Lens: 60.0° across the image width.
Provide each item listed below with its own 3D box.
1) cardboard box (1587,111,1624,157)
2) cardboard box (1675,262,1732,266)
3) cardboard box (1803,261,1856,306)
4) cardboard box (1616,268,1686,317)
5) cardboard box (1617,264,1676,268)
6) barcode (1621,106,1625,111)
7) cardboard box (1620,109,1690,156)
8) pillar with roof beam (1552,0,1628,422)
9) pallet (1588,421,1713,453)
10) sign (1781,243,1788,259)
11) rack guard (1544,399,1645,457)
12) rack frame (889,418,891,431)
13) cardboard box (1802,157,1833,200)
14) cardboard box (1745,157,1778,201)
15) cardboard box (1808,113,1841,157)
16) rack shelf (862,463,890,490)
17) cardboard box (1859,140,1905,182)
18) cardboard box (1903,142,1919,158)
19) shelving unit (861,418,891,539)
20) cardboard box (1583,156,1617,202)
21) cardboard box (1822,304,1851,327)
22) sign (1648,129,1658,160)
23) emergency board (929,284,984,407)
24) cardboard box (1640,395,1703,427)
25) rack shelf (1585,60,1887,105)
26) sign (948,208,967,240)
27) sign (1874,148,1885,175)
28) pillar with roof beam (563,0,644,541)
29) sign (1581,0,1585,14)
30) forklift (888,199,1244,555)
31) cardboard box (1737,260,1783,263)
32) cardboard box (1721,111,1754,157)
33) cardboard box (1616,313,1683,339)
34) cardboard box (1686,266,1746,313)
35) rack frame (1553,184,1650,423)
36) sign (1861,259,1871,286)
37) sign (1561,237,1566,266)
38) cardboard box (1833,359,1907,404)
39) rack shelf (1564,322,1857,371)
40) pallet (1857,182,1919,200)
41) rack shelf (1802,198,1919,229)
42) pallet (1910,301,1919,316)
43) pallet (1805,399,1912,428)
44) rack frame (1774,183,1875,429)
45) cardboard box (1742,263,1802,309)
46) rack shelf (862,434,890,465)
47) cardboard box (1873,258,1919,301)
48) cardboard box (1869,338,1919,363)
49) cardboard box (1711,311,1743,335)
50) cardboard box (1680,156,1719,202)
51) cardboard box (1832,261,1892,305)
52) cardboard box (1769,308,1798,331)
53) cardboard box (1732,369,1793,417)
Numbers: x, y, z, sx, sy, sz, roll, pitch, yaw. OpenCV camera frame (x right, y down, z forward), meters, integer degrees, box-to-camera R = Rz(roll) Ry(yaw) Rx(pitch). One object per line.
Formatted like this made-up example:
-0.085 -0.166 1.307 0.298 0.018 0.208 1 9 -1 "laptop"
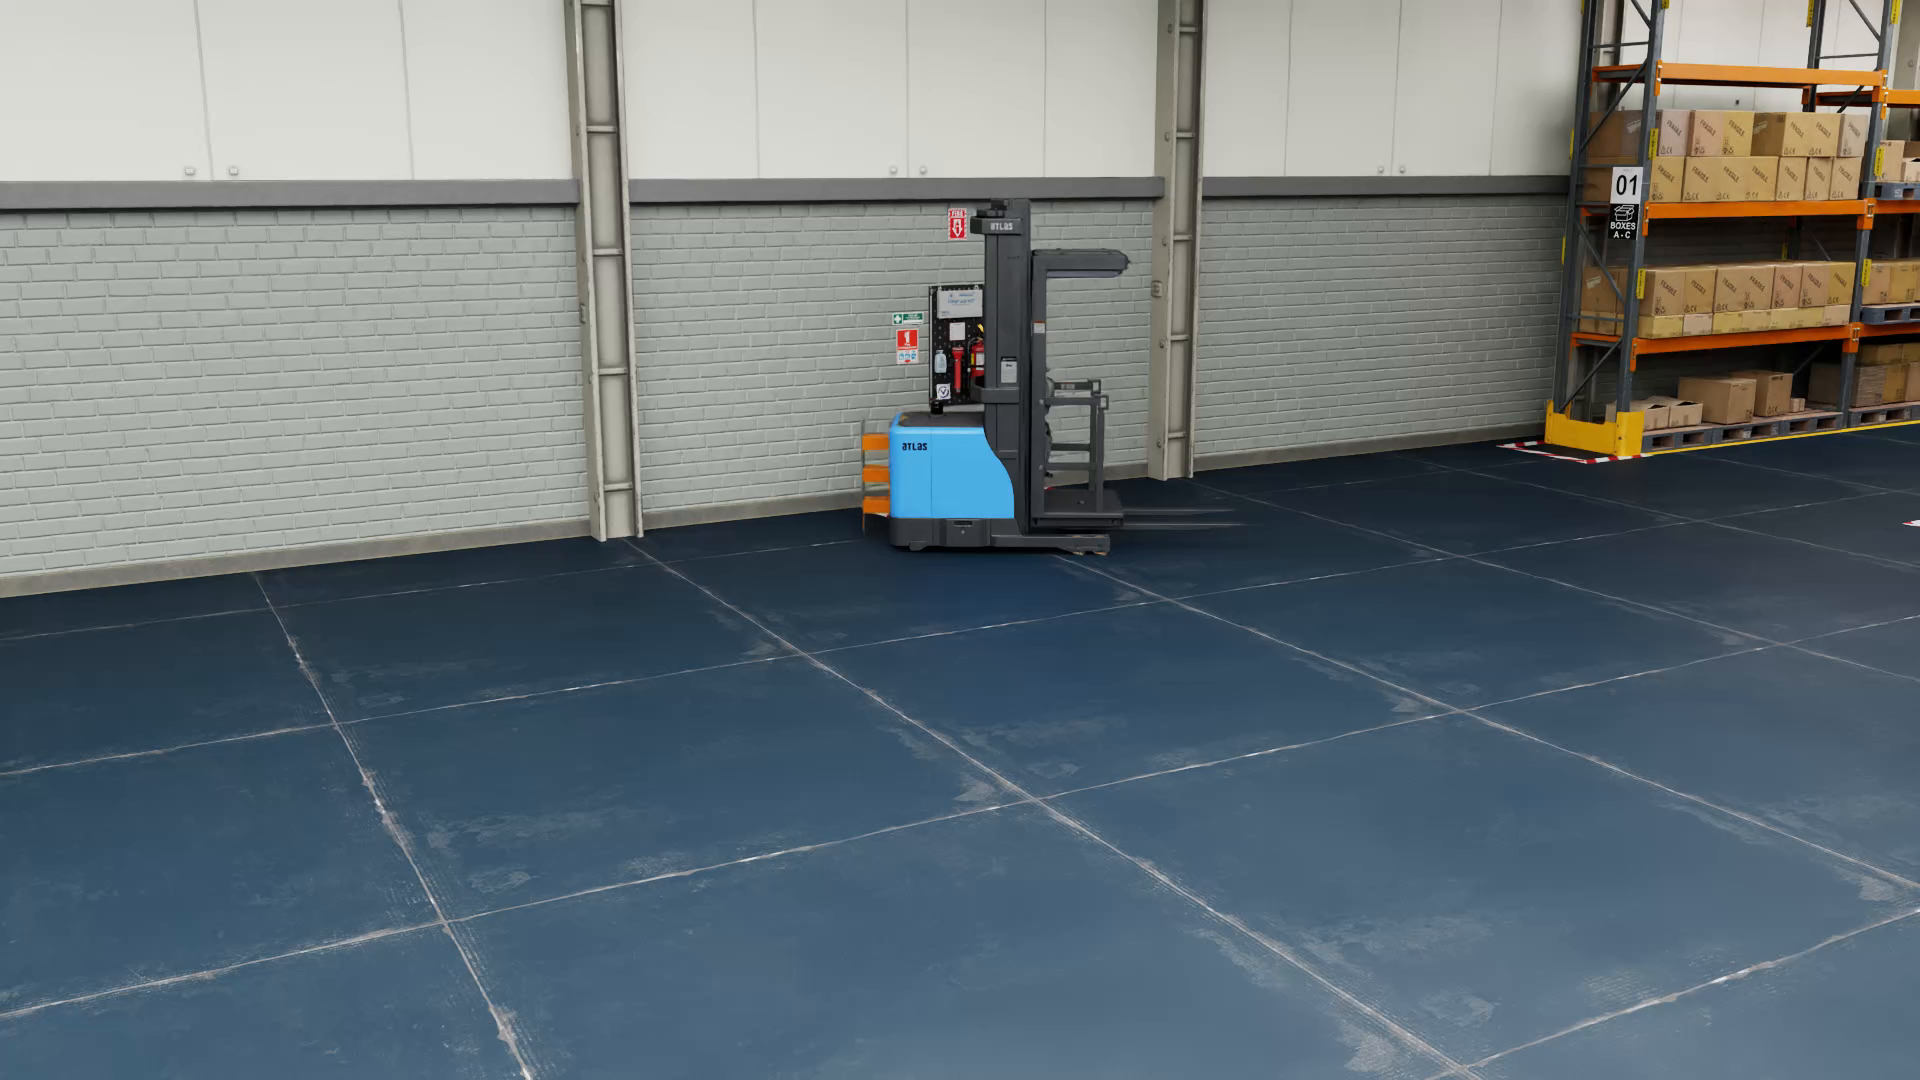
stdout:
7.537 -4.629 18.966 0.500 0.500 0.500 -6 14 -25 "cardboard box"
8.936 -3.076 20.035 0.500 0.500 0.500 -7 14 -27 "cardboard box"
10.528 -3.138 20.309 0.500 0.500 0.500 -7 14 -28 "cardboard box"
7.847 -2.819 18.890 0.500 0.500 0.500 -7 14 -28 "cardboard box"
8.042 -2.968 19.554 0.500 0.500 0.500 -7 14 -27 "cardboard box"
7.668 -4.988 19.237 0.075 0.075 0.001 -7 14 -28 "barcode"
7.738 -4.527 18.513 0.500 0.500 0.500 -8 15 -32 "cardboard box"
9.547 -4.862 15.715 0.400 9.000 9.100 -7 14 -28 "pillar with roof beam"
8.081 -1.250 19.684 1.213 0.211 1.003 -7 14 -28 "pallet"
10.526 -3.616 21.209 0.005 0.325 0.100 -7 14 -28 "sign"
7.351 -1.313 19.303 0.348 0.500 1.175 -7 14 -28 "rack guard"
-0.607 -0.538 14.607 0.008 1.050 0.200 0 13 1 "rack frame"
10.020 -4.315 19.847 0.500 0.500 0.500 -8 15 -33 "cardboard box"
9.100 -4.198 19.328 0.500 0.500 0.500 -6 14 -24 "cardboard box"
10.006 -4.790 19.677 0.500 0.500 0.500 -6 14 -25 "cardboard box"
-0.729 -0.528 14.611 0.240 0.259 0.215 0 13 1 "rack shelf"
11.313 -4.704 20.663 0.500 0.500 0.500 -5 13 -20 "cardboard box"
12.396 -4.834 21.240 0.500 0.500 0.500 -7 15 -30 "cardboard box"
-0.729 -0.538 14.609 0.252 1.050 0.215 0 13 1 "shelving unit"
7.529 -4.139 19.062 0.500 0.500 0.500 -6 14 -24 "cardboard box"
10.524 -2.773 20.396 0.500 0.250 0.500 -7 14 -28 "cardboard box"
7.544 -4.309 18.103 0.005 0.325 0.100 -7 14 -28 "sign"
0.030 -1.881 16.133 0.643 1.169 0.194 -7 14 -28 "emergency board"
8.435 -1.542 19.752 0.500 0.311 0.500 -6 14 -23 "cardboard box"
9.039 -5.309 19.348 4.000 0.370 1.077 -7 14 -28 "rack shelf"
-0.025 -3.030 15.960 0.199 0.298 0.001 -7 14 -28 "sign"
11.062 -4.557 20.015 0.005 0.325 0.100 -7 14 -28 "sign"
-0.986 -3.599 10.106 0.400 9.000 9.100 -7 14 -28 "pillar with roof beam"
7.036 -6.093 18.699 0.005 0.325 0.100 -7 14 -28 "sign"
0.916 -1.420 14.242 3.031 2.935 1.130 0 13 1 "forklift"
9.826 -3.184 20.515 0.500 0.500 0.500 -7 14 -28 "cardboard box"
8.647 -4.627 18.953 0.500 0.500 0.500 -6 14 -26 "cardboard box"
7.864 -2.451 18.963 0.500 0.250 0.500 -7 15 -29 "cardboard box"
8.742 -2.922 19.349 0.500 0.500 0.500 -7 15 -30 "cardboard box"
7.284 -2.524 18.993 0.127 3.000 1.000 -7 14 -28 "rack frame"
11.062 -3.263 20.306 0.005 0.325 0.100 -7 14 -28 "sign"
7.036 -3.352 19.315 0.005 0.325 0.100 -7 14 -28 "sign"
11.863 -2.085 21.731 0.500 0.500 0.700 -7 15 -29 "cardboard box"
9.039 -2.383 20.007 4.000 0.370 1.077 -7 14 -28 "rack shelf"
11.388 -4.361 20.751 1.003 0.211 1.213 -7 14 -28 "pallet"
12.550 -4.268 21.547 4.000 0.370 1.077 -7 14 -28 "rack shelf"
12.588 -3.056 21.793 1.213 0.211 1.003 -7 14 -28 "pallet"
11.478 -1.667 21.534 1.213 0.211 1.003 -7 14 -28 "pallet"
10.795 -2.945 20.862 0.127 3.000 1.000 -7 14 -28 "rack frame"
9.646 -3.033 19.844 0.500 0.500 0.500 -7 15 -29 "cardboard box"
-0.729 -0.805 14.549 0.240 0.259 0.215 0 13 1 "rack shelf"
12.315 -3.388 21.602 0.500 0.500 0.700 -5 14 -20 "cardboard box"
12.273 -2.489 21.820 0.500 0.250 0.500 -7 15 -29 "cardboard box"
8.763 -2.561 19.451 0.500 0.250 0.500 -7 15 -29 "cardboard box"
8.186 -4.083 18.813 0.500 0.500 0.500 -6 14 -24 "cardboard box"
11.258 -3.255 21.012 0.500 0.500 0.700 -7 14 -28 "cardboard box"
9.649 -2.666 19.922 0.500 0.250 0.500 -7 14 -28 "cardboard box"
9.903 -1.823 20.569 0.500 0.500 0.500 -8 15 -32 "cardboard box"
